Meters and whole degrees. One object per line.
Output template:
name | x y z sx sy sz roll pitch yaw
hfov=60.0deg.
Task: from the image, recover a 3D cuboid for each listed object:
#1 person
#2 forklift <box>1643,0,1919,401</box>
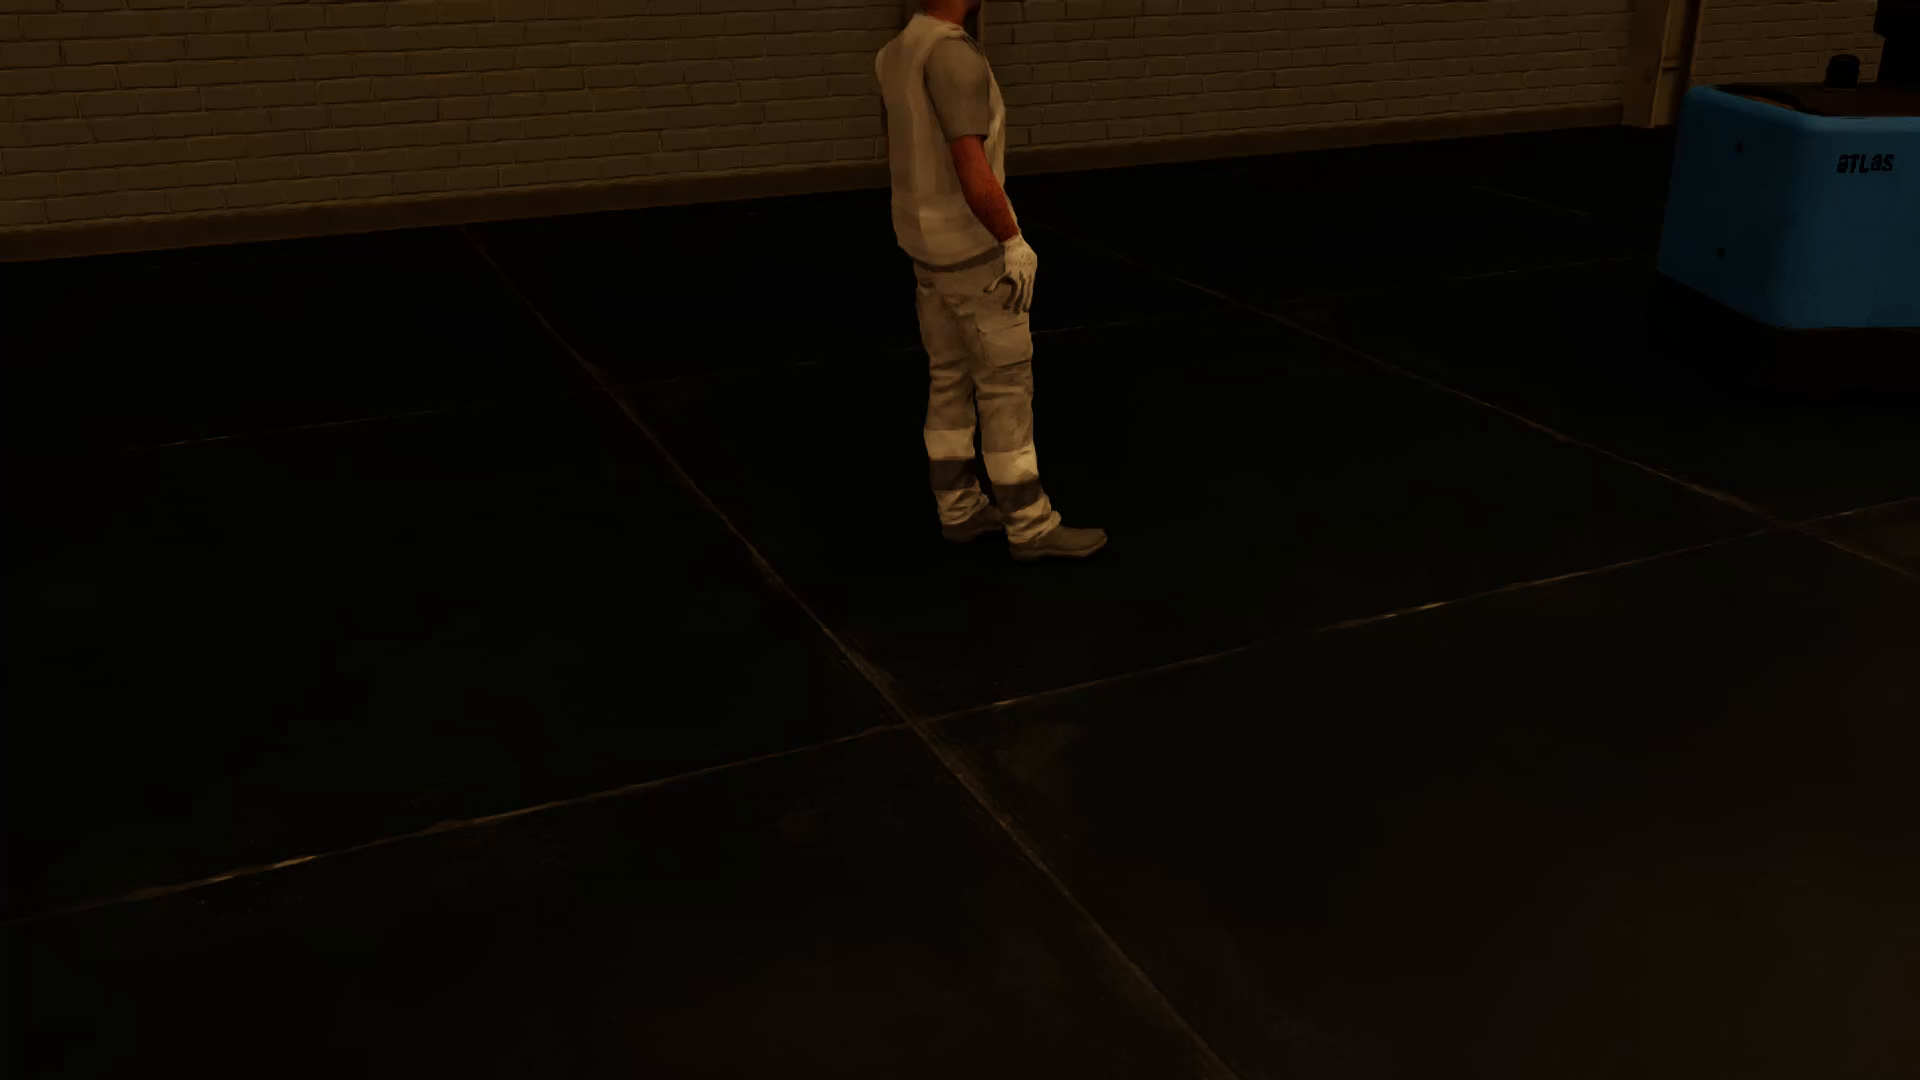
person | 0.077 -0.842 4.783 0.563 1.787 0.637 -10 25 -23
forklift | 4.482 -2.096 6.332 3.031 2.935 1.130 -2 23 -5
